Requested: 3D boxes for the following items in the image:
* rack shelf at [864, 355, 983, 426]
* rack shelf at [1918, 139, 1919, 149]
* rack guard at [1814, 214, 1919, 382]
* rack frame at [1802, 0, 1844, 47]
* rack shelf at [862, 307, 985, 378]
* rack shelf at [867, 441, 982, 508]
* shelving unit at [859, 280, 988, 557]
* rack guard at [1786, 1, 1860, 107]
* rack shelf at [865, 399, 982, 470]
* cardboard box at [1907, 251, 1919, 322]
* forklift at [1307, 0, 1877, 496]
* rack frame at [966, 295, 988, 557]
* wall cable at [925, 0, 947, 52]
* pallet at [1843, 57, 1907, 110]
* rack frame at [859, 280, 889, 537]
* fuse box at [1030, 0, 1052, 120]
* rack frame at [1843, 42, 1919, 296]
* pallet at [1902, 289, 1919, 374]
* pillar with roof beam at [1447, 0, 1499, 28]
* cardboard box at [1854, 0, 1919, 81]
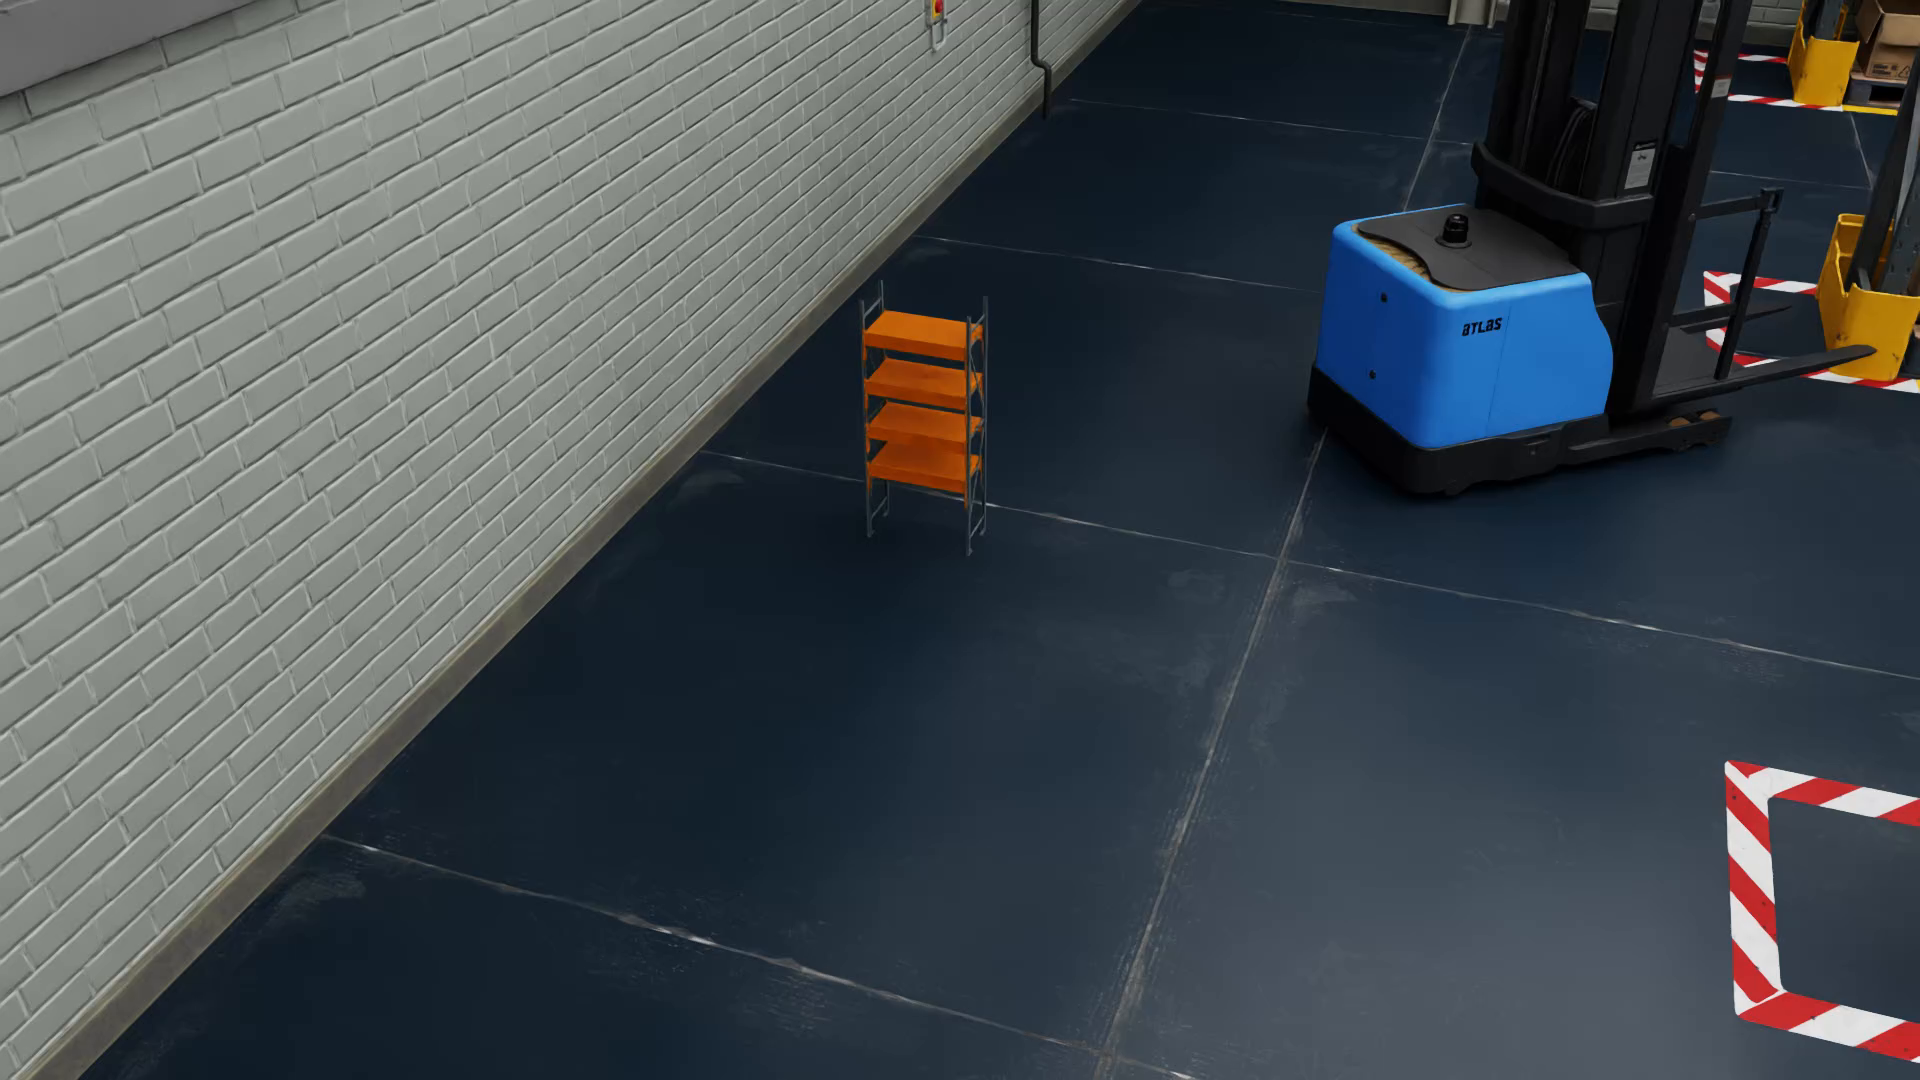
[{"bbox_3d":[-0.156,-0.666,7.387,0.480,0.148,0.258,11,34,16],"label":"rack shelf"},{"bbox_3d":[7.054,-1.771,8.391,4.000,0.370,1.077,11,34,16],"label":"rack shelf"},{"bbox_3d":[5.149,-1.394,9.448,0.348,0.500,1.175,11,34,16],"label":"rack guard"},{"bbox_3d":[6.842,-4.975,12.690,0.127,3.000,1.000,11,34,16],"label":"rack frame"},{"bbox_3d":[-0.156,-0.864,7.258,0.480,0.148,0.258,11,34,16],"label":"rack shelf"},{"bbox_3d":[-0.156,-0.311,7.616,0.480,0.148,0.258,11,34,16],"label":"rack shelf"},{"bbox_3d":[-0.156,-0.534,7.471,0.503,1.200,0.258,11,34,16],"label":"shelving unit"},{"bbox_3d":[6.914,-3.911,13.346,0.348,0.500,1.175,11,34,16],"label":"rack guard"},{"bbox_3d":[-0.156,-0.478,7.508,0.480,0.148,0.258,11,34,16],"label":"rack shelf"},{"bbox_3d":[5.826,-1.470,9.236,0.875,0.438,0.875,10,34,15],"label":"cardboard box"},{"bbox_3d":[3.389,-1.937,8.048,3.031,2.935,1.130,-12,35,-18],"label":"forklift"},{"bbox_3d":[0.074,-0.490,7.402,0.015,1.200,0.240,11,34,16],"label":"rack frame"},{"bbox_3d":[-0.145,-3.899,10.059,0.123,1.953,0.585,11,34,16],"label":"wall cable"},{"bbox_3d":[7.665,-3.644,13.199,1.213,0.211,1.003,11,34,16],"label":"pallet"},{"bbox_3d":[-0.386,-0.579,7.541,0.015,1.200,0.240,11,34,16],"label":"rack frame"},{"bbox_3d":[0.701,-3.964,12.312,0.414,1.711,0.539,11,34,16],"label":"fuse box"},{"bbox_3d":[5.171,-2.440,8.763,0.127,3.000,1.000,11,34,16],"label":"rack frame"},{"bbox_3d":[5.950,-1.162,9.355,1.213,0.211,1.003,11,34,16],"label":"pallet"},{"bbox_3d":[3.156,-6.251,9.135,0.400,9.000,9.100,11,34,16],"label":"pillar with roof beam"},{"bbox_3d":[7.386,-3.942,13.005,0.637,0.503,0.797,10,34,15],"label":"cardboard box"}]
